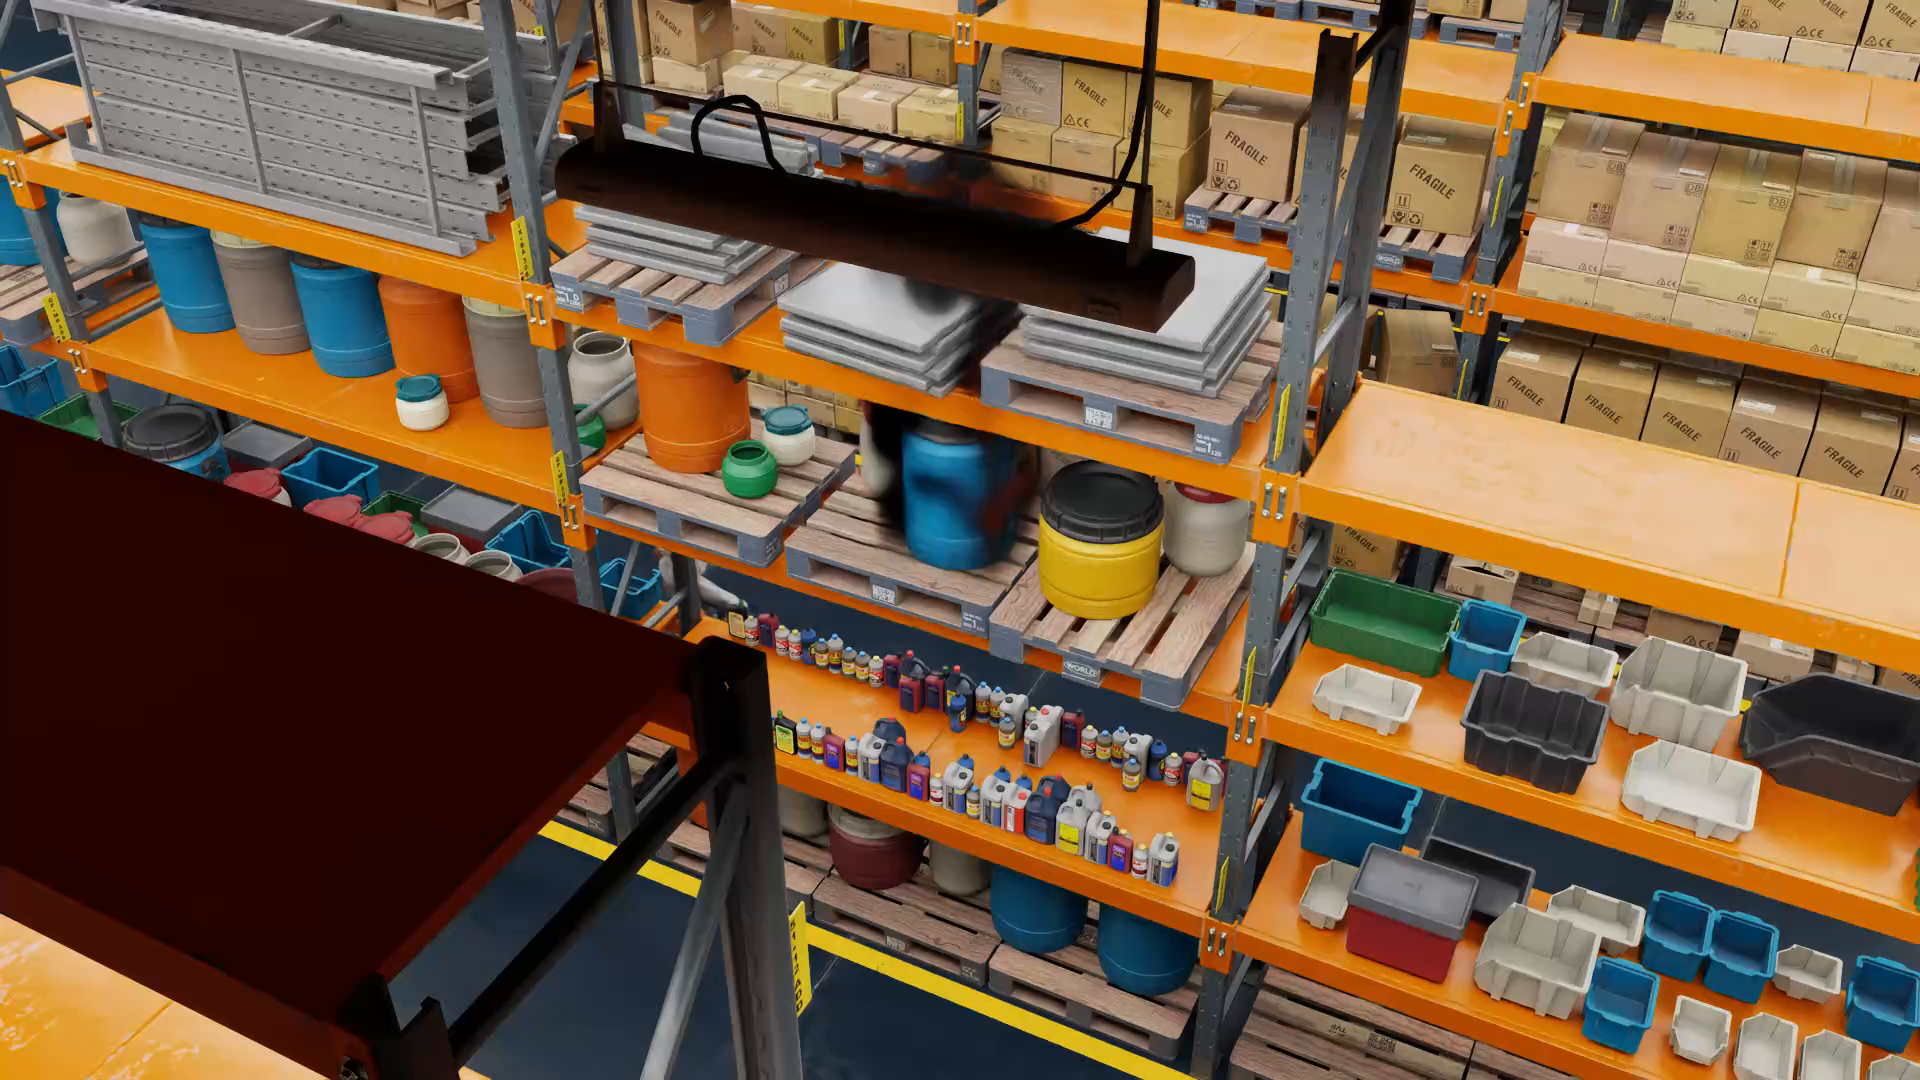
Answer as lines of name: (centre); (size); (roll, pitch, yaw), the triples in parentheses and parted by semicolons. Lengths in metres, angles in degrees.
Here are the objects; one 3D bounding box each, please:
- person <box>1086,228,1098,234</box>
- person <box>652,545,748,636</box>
person: (1.556, -2.248, 15.707); (0.790, 1.584, 0.601); (3, 35, 5)
person: (-1.925, 0.044, 12.328); (0.648, 1.731, 0.707); (8, 36, 12)
